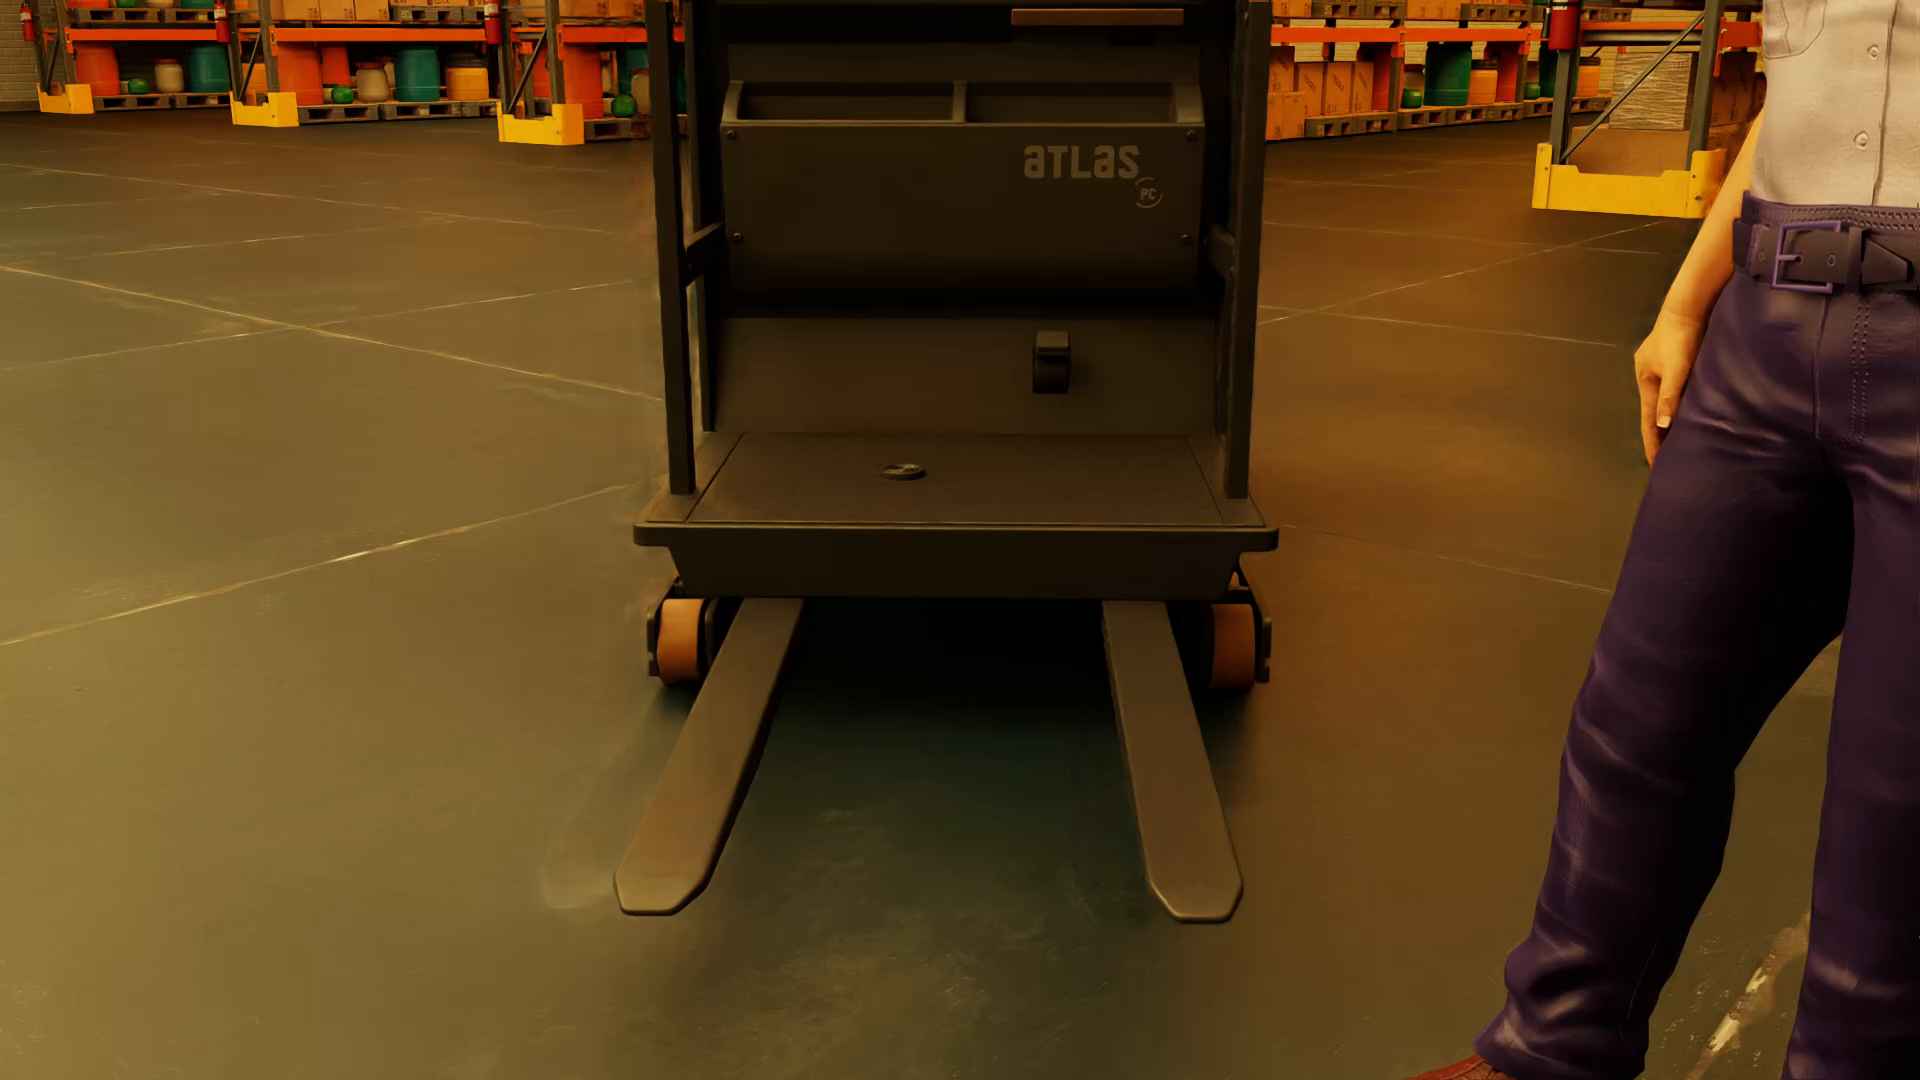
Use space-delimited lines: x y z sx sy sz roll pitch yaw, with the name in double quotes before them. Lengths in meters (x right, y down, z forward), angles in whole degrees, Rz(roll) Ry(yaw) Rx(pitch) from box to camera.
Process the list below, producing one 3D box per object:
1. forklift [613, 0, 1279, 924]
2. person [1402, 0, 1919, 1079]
"forklift" 0.002 -1.218 2.909 1.130 2.935 3.031 0 17 2
"person" 0.730 -0.090 1.387 0.503 1.650 0.604 -6 18 -20
